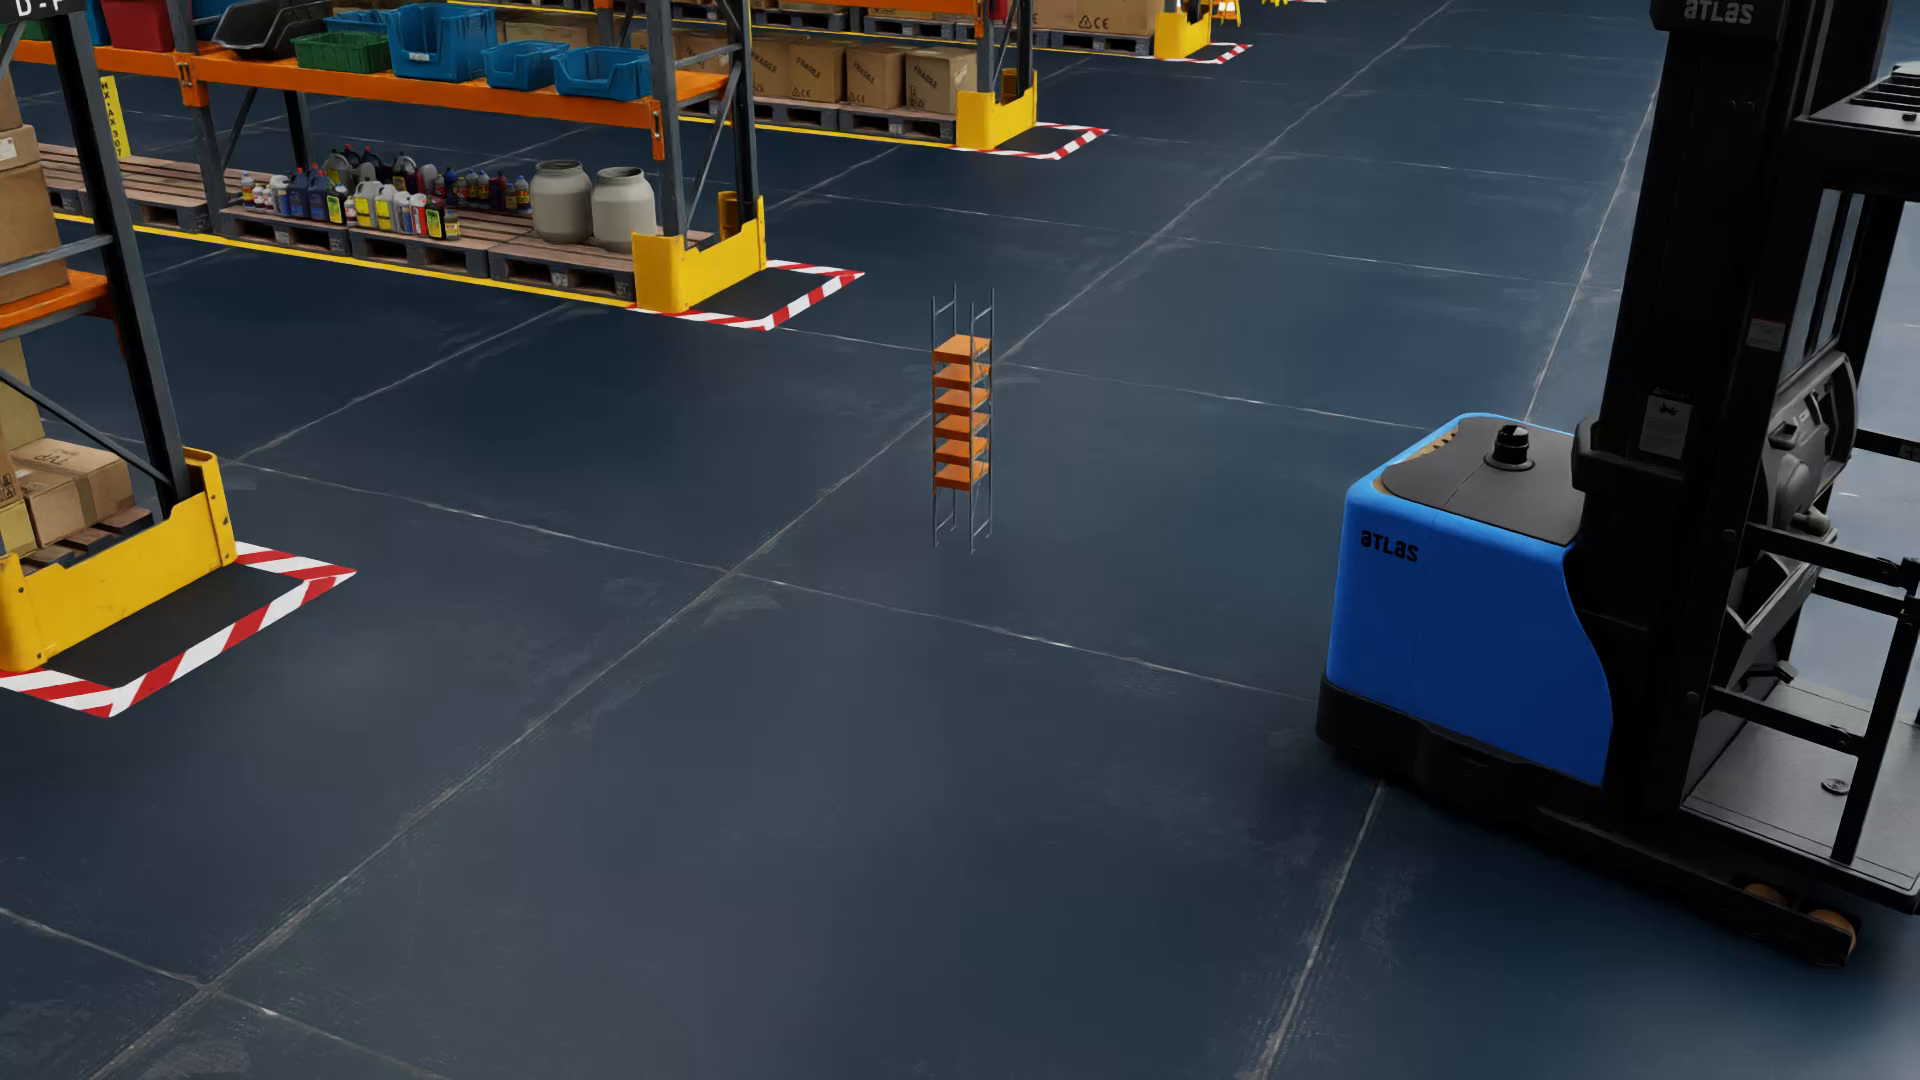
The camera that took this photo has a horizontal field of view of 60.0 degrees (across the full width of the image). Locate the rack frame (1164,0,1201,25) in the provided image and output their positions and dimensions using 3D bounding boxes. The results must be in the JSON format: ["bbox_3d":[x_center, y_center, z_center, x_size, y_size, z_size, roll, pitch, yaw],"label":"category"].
[{"bbox_3d":[2.556,-7.033,18.639,0.127,3.000,1.000,11,28,22],"label":"rack frame"}]

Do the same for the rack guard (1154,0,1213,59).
[{"bbox_3d":[2.578,-5.907,19.182,0.348,0.500,1.175,11,28,22],"label":"rack guard"}]

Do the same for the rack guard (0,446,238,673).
[{"bbox_3d":[-3.671,0.051,7.080,0.348,0.500,1.175,11,28,22],"label":"rack guard"}]

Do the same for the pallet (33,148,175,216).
[{"bbox_3d":[-7.126,-2.896,13.394,1.213,0.211,1.003,11,28,22],"label":"pallet"}]

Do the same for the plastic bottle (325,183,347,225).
[{"bbox_3d":[-4.412,-2.380,11.765,0.133,0.283,0.061,13,29,24],"label":"plastic bottle"}]

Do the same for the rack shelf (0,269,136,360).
[{"bbox_3d":[-5.514,-1.117,7.438,4.000,0.370,1.077,11,28,22],"label":"rack shelf"}]

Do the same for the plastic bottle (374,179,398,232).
[{"bbox_3d":[-3.989,-2.345,11.618,0.185,0.351,0.144,13,29,24],"label":"plastic bottle"}]

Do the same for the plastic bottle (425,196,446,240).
[{"bbox_3d":[-3.606,-2.218,11.436,0.133,0.283,0.061,12,29,23],"label":"plastic bottle"}]

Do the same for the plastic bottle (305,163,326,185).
[{"bbox_3d":[-4.658,-2.549,12.033,0.185,0.351,0.144,11,28,22],"label":"plastic bottle"}]

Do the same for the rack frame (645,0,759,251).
[{"bbox_3d":[-1.639,-3.065,10.580,0.127,3.000,1.000,11,28,22],"label":"rack frame"}]

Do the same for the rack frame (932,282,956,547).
[{"bbox_3d":[-0.070,-0.552,7.514,0.006,1.200,0.240,11,28,22],"label":"rack frame"}]

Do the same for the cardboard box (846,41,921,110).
[{"bbox_3d":[-0.709,-4.340,15.524,0.500,0.500,0.500,20,33,35],"label":"cardboard box"}]

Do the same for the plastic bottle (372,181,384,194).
[{"bbox_3d":[-4.120,-2.410,11.834,0.135,0.276,0.152,11,28,22],"label":"plastic bottle"}]

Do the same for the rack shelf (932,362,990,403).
[{"bbox_3d":[0.013,-0.711,7.393,0.180,0.103,0.258,11,28,22],"label":"rack shelf"}]

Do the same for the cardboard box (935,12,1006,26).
[{"bbox_3d":[0.281,-6.693,19.878,0.875,0.875,0.875,12,28,22],"label":"cardboard box"}]

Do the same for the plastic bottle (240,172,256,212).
[{"bbox_3d":[-5.172,-2.536,12.095,0.097,0.271,0.097,0,26,0],"label":"plastic bottle"}]

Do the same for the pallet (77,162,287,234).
[{"bbox_3d":[-6.011,-2.674,12.942,1.213,0.211,1.003,11,28,22],"label":"pallet"}]

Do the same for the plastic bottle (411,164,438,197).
[{"bbox_3d":[-3.960,-2.645,12.312,0.135,0.276,0.152,12,29,23],"label":"plastic bottle"}]

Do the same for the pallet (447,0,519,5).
[{"bbox_3d":[-6.544,-7.612,22.971,1.213,0.211,1.003,11,28,22],"label":"pallet"}]

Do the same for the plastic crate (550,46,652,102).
[{"bbox_3d":[-2.219,-2.970,10.555,0.616,0.251,0.499,11,28,22],"label":"plastic crate"}]

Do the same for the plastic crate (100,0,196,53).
[{"bbox_3d":[-5.848,-3.791,11.982,0.583,0.464,0.402,11,28,22],"label":"plastic crate"}]

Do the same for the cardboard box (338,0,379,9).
[{"bbox_3d":[-6.249,-5.822,17.661,0.500,0.250,0.500,13,29,24],"label":"cardboard box"}]

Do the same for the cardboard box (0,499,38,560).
[{"bbox_3d":[-4.303,-0.009,7.009,0.500,0.250,0.500,11,28,22],"label":"cardboard box"}]

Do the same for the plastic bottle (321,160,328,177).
[{"bbox_3d":[-4.821,-2.798,12.707,0.097,0.201,0.097,0,26,0],"label":"plastic bottle"}]

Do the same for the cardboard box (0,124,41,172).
[{"bbox_3d":[-3.961,-1.569,6.693,0.250,0.149,0.380,11,28,21],"label":"cardboard box"}]

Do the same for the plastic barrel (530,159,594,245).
[{"bbox_3d":[-2.726,-2.319,11.405,0.421,0.512,0.421,0,26,0],"label":"plastic barrel"}]

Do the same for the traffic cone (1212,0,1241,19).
[{"bbox_3d":[3.438,-6.955,21.353,0.334,0.463,0.336,11,28,22],"label":"traffic cone"}]

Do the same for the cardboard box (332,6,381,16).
[{"bbox_3d":[-6.253,-5.481,17.819,0.500,0.500,0.700,10,28,19],"label":"cardboard box"}]

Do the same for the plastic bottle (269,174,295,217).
[{"bbox_3d":[-4.866,-2.490,11.996,0.135,0.276,0.152,12,29,24],"label":"plastic bottle"}]

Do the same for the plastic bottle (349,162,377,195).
[{"bbox_3d":[-4.439,-2.671,12.365,0.135,0.276,0.152,11,28,22],"label":"plastic bottle"}]

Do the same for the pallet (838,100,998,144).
[{"bbox_3d":[-0.383,-3.983,15.600,1.213,0.211,1.003,11,28,22],"label":"pallet"}]

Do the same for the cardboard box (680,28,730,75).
[{"bbox_3d":[-2.358,-4.664,16.183,0.500,0.500,0.500,22,34,38],"label":"cardboard box"}]

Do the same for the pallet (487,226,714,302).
[{"bbox_3d":[-2.465,-1.960,11.492,1.213,0.211,1.003,11,28,22],"label":"pallet"}]

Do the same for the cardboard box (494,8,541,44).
[{"bbox_3d":[-4.716,-5.182,17.211,0.500,0.500,0.700,9,28,17],"label":"cardboard box"}]

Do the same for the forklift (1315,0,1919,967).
[{"bbox_3d":[2.762,-0.274,4.989,3.031,2.935,1.130,21,33,36],"label":"forklift"}]

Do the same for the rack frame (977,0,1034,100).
[{"bbox_3d":[0.411,-5.057,14.625,0.127,3.000,1.000,11,28,22],"label":"rack frame"}]

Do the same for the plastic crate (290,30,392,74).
[{"bbox_3d":[-4.161,-3.340,11.378,0.662,0.188,0.450,11,28,22],"label":"plastic crate"}]

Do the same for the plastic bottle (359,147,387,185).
[{"bbox_3d":[-4.400,-2.769,12.479,0.185,0.351,0.144,10,28,19],"label":"plastic bottle"}]

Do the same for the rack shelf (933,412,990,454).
[{"bbox_3d":[0.013,-0.496,7.499,0.180,0.103,0.258,11,28,22],"label":"rack shelf"}]

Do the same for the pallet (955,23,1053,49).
[{"bbox_3d":[0.689,-6.120,19.942,1.213,0.211,1.003,11,28,22],"label":"pallet"}]

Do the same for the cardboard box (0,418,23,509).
[{"bbox_3d":[-4.304,-0.344,6.842,0.500,0.500,0.500,11,28,22],"label":"cardboard box"}]

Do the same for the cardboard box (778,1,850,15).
[{"bbox_3d":[-1.687,-7.021,20.685,0.750,0.750,1.050,11,28,22],"label":"cardboard box"}]

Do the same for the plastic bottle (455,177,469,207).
[{"bbox_3d":[-3.654,-2.563,12.230,0.097,0.201,0.097,0,26,0],"label":"plastic bottle"}]

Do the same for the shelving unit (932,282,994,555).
[{"bbox_3d":[0.013,-0.536,7.480,0.189,1.200,0.258,11,28,22],"label":"shelving unit"}]

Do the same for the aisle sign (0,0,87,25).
[{"bbox_3d":[-3.506,-2.352,6.188,0.004,0.787,0.394,11,28,22],"label":"aisle sign"}]

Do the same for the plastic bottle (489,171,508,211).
[{"bbox_3d":[-3.359,-2.550,12.110,0.133,0.283,0.061,12,29,23],"label":"plastic bottle"}]
